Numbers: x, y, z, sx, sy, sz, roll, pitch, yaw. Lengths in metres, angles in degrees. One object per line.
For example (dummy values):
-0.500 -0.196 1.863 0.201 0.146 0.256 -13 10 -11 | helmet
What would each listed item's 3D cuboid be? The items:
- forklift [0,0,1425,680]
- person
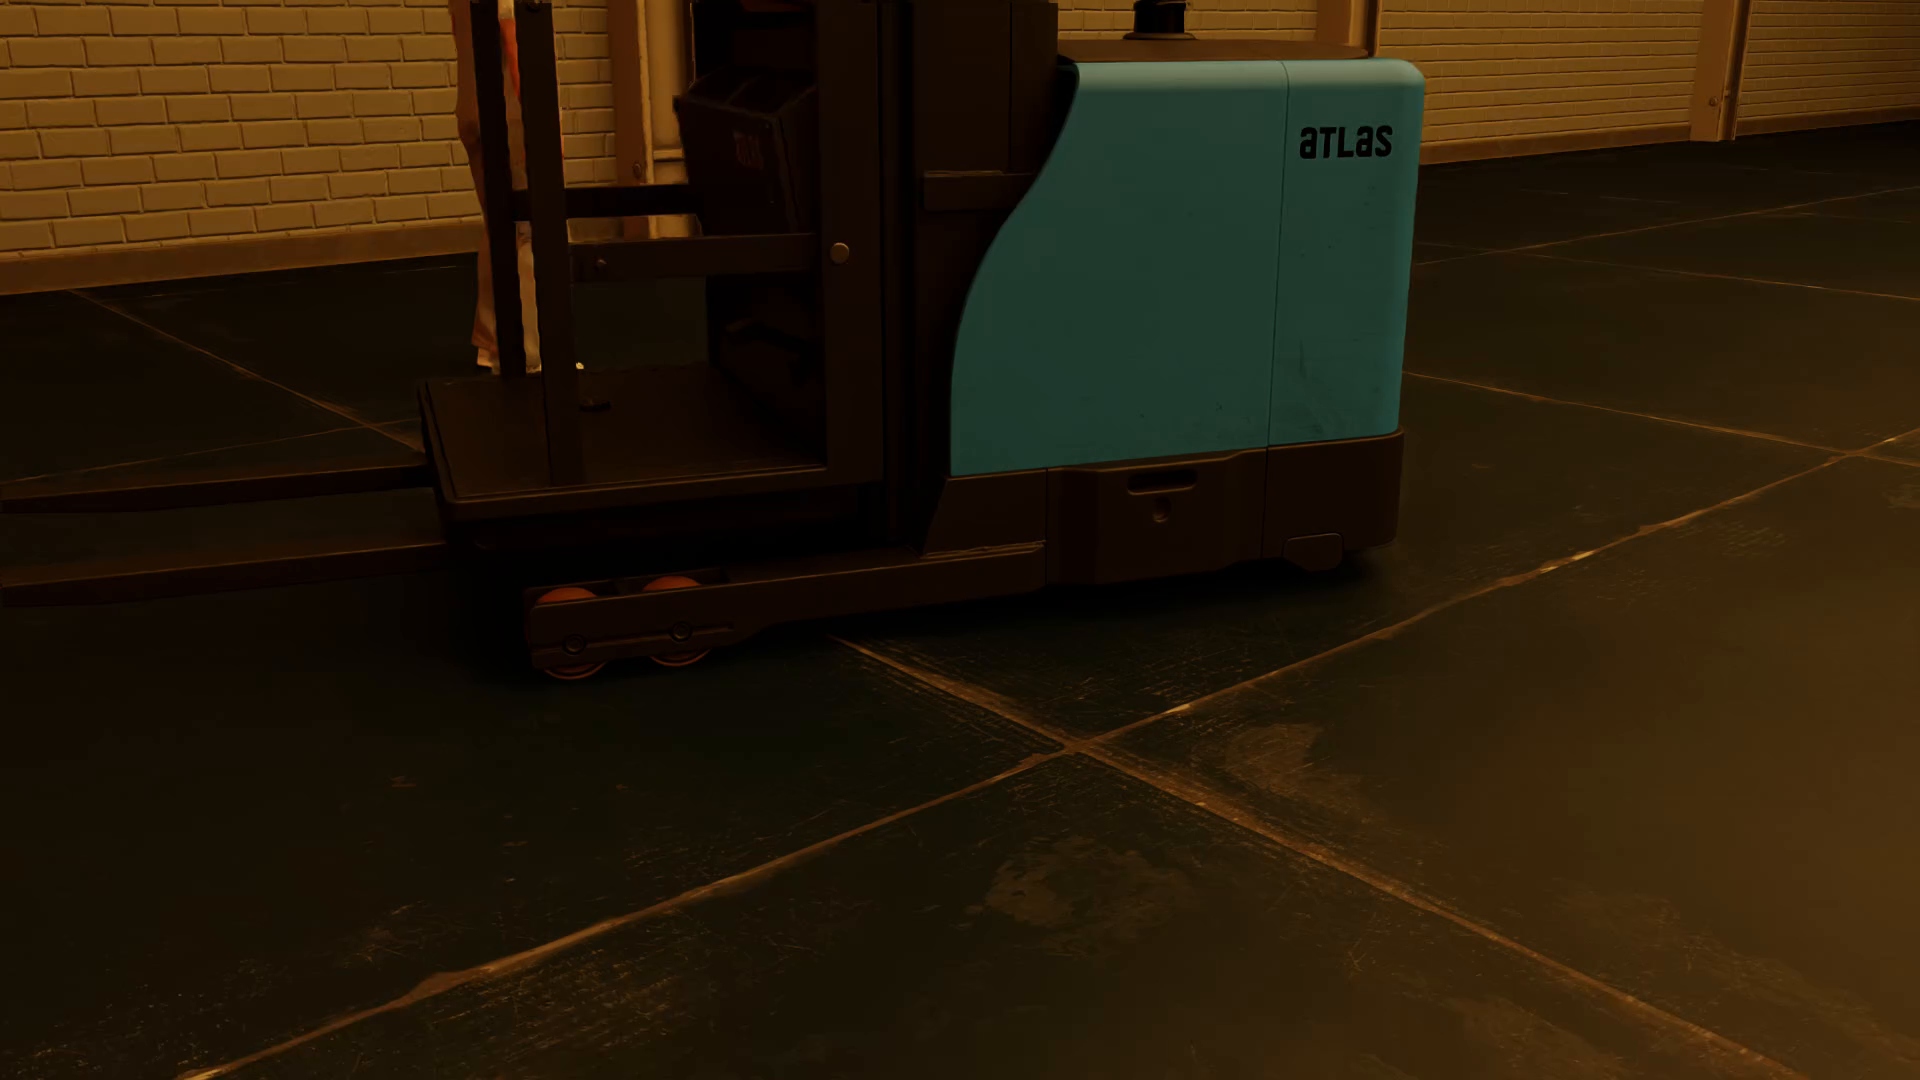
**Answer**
-0.618 -1.321 3.162 3.031 2.935 1.130 -6 18 -19 | forklift
-1.438 -1.345 5.380 0.387 1.655 0.663 -12 21 -35 | person
